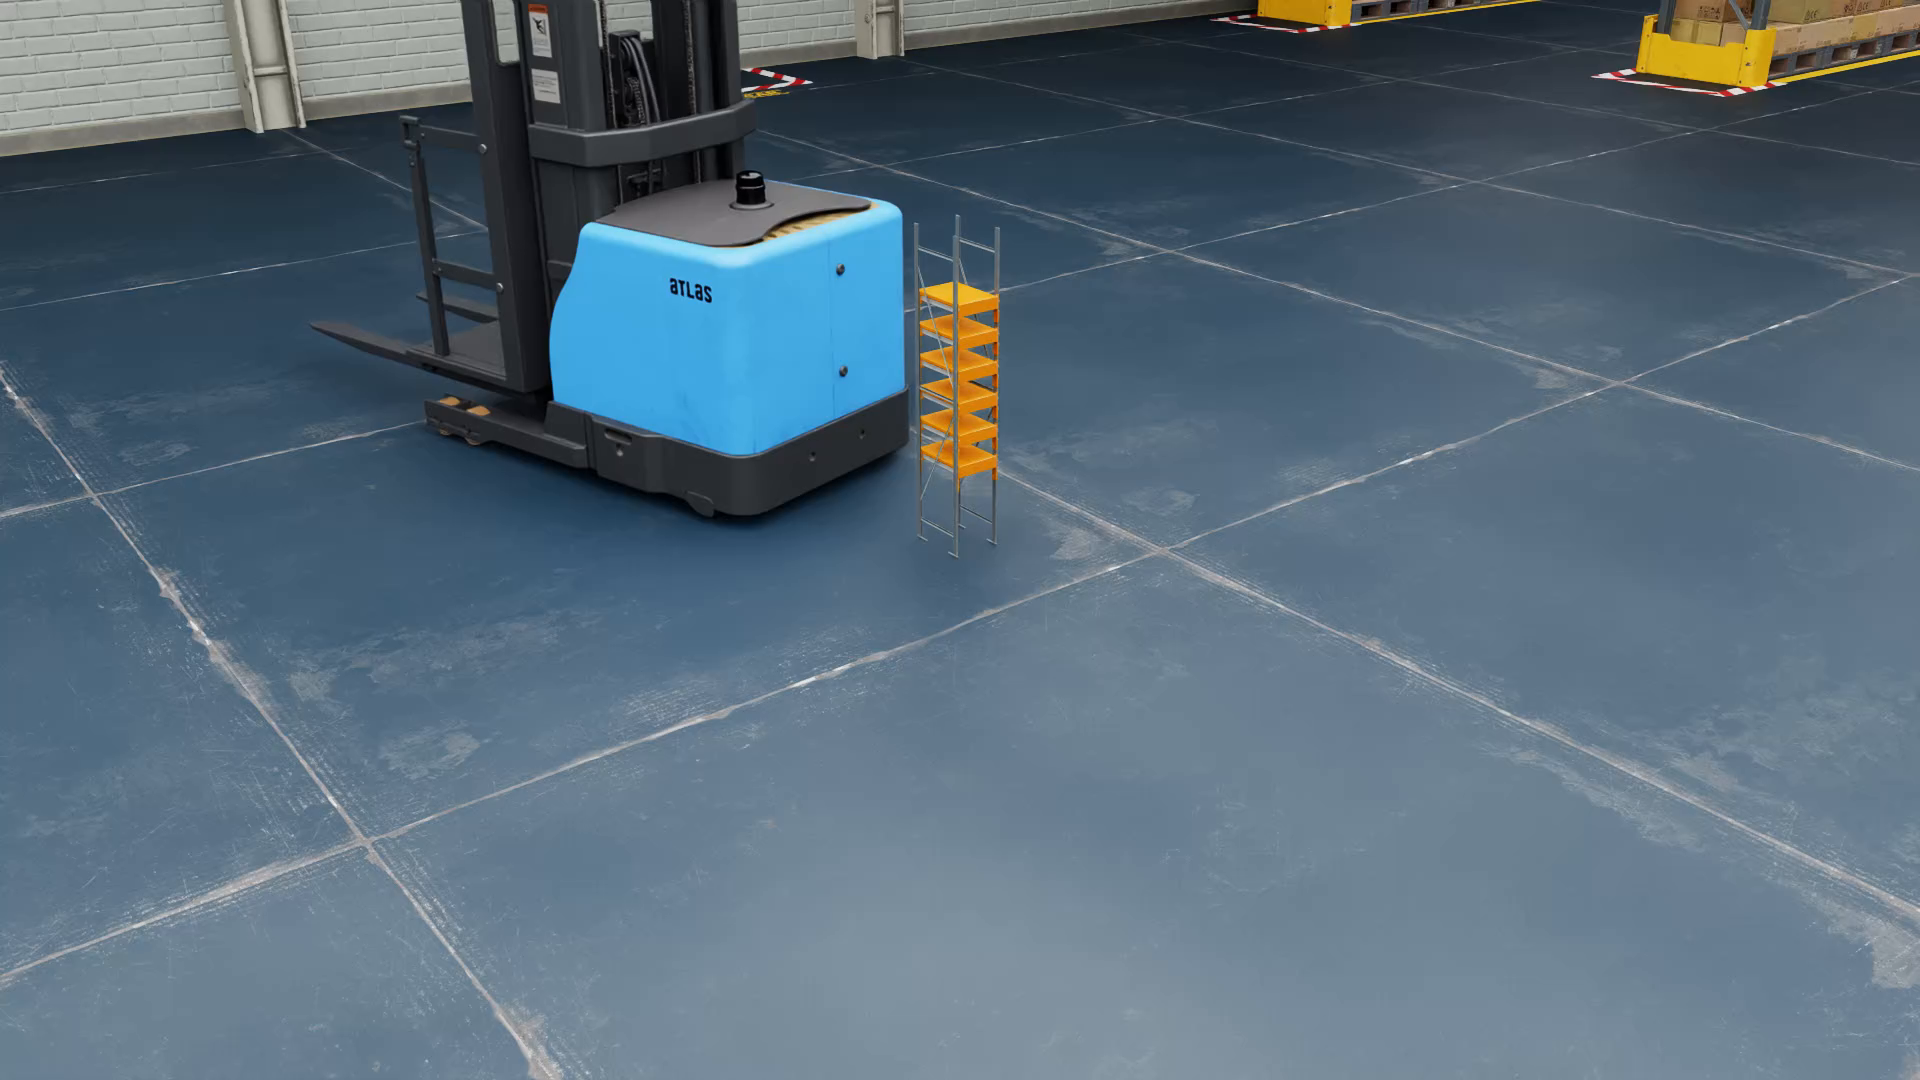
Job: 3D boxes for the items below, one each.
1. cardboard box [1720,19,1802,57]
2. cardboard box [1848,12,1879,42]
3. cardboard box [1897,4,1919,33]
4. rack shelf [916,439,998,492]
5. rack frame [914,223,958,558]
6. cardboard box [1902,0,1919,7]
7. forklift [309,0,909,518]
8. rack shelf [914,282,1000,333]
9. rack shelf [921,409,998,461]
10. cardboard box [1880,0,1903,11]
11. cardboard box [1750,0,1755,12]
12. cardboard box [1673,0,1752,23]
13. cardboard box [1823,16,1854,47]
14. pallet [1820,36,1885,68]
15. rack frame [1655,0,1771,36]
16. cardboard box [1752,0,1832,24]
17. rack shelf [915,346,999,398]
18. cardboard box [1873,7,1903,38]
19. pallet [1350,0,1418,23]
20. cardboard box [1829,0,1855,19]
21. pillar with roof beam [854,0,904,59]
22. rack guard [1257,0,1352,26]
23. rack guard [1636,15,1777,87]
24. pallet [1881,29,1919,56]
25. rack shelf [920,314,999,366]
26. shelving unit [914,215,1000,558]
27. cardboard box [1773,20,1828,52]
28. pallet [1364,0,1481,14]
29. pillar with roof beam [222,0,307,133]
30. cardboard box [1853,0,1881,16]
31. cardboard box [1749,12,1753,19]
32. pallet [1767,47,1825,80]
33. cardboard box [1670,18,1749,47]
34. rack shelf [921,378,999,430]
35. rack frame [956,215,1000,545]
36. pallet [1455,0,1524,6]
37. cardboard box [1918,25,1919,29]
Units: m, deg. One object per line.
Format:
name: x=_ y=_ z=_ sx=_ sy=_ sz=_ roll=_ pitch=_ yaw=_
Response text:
cardboard box: x=7.516 y=-4.715 z=15.614 sx=0.500 sy=0.250 sz=0.500 roll=-18 pitch=31 yaw=-34
cardboard box: x=8.697 y=-5.104 z=16.452 sx=0.500 sy=0.250 sz=0.500 roll=-18 pitch=31 yaw=-34
cardboard box: x=9.474 y=-5.369 z=17.023 sx=0.500 sy=0.250 sz=0.500 roll=-18 pitch=31 yaw=-34
rack shelf: x=-0.011 y=-0.282 z=6.109 sx=0.180 sy=0.103 sz=0.258 roll=-18 pitch=31 yaw=-34
rack frame: x=-0.083 y=-0.517 z=5.938 sx=0.006 sy=1.200 sz=0.240 roll=-18 pitch=31 yaw=-34
cardboard box: x=9.473 y=-5.710 z=16.867 sx=0.500 sy=0.500 sz=0.500 roll=-18 pitch=31 yaw=-34
forklift: x=-1.699 y=-1.894 z=6.849 sx=3.031 sy=2.935 sz=1.130 roll=17 pitch=30 yaw=33
rack shelf: x=-0.011 y=-0.827 z=5.856 sx=0.180 sy=0.103 sz=0.258 roll=-18 pitch=31 yaw=-34
rack shelf: x=-0.011 y=-0.391 z=6.059 sx=0.180 sy=0.103 sz=0.258 roll=-18 pitch=31 yaw=-34
cardboard box: x=9.082 y=-5.579 z=16.584 sx=0.500 sy=0.500 sz=0.500 roll=-18 pitch=31 yaw=-34
cardboard box: x=7.973 y=-5.492 z=16.398 sx=0.500 sy=0.500 sz=0.500 roll=-18 pitch=31 yaw=-34
cardboard box: x=7.195 y=-5.228 z=15.827 sx=0.500 sy=0.500 sz=0.500 roll=-18 pitch=31 yaw=-34
cardboard box: x=8.300 y=-4.976 z=16.176 sx=0.500 sy=0.250 sz=0.500 roll=-18 pitch=31 yaw=-34
pallet: x=8.492 y=-4.969 z=16.706 sx=1.213 sy=0.211 sz=1.003 roll=-18 pitch=31 yaw=-34
rack frame: x=6.956 y=-5.706 z=14.982 sx=0.127 sy=3.000 sz=1.000 roll=-18 pitch=31 yaw=-34
cardboard box: x=7.908 y=-5.186 z=15.737 sx=0.500 sy=0.500 sz=0.500 roll=-18 pitch=31 yaw=-34
rack shelf: x=-0.011 y=-0.609 z=5.957 sx=0.180 sy=0.103 sz=0.258 roll=-18 pitch=31 yaw=-34
cardboard box: x=9.090 y=-5.234 z=16.733 sx=0.500 sy=0.250 sz=0.500 roll=-18 pitch=31 yaw=-34
pallet: x=4.618 y=-6.301 z=19.575 sx=1.213 sy=0.211 sz=1.003 roll=-18 pitch=31 yaw=-34
cardboard box: x=8.293 y=-5.320 z=16.026 sx=0.500 sy=0.500 sz=0.500 roll=-18 pitch=31 yaw=-34
pillar with roof beam: x=1.849 y=-7.551 z=11.831 sx=0.400 sy=9.000 sz=9.100 roll=-18 pitch=31 yaw=-34
rack guard: x=3.956 y=-6.232 z=19.085 sx=0.348 sy=0.500 sz=1.175 roll=-18 pitch=31 yaw=-34
rack guard: x=6.937 y=-4.566 z=15.495 sx=0.348 sy=0.500 sz=1.175 roll=-18 pitch=31 yaw=-34
pallet: x=9.452 y=-5.288 z=17.393 sx=1.213 sy=0.211 sz=1.003 roll=-18 pitch=31 yaw=-34
rack shelf: x=-0.011 y=-0.718 z=5.907 sx=0.180 sy=0.103 sz=0.258 roll=-18 pitch=31 yaw=-34
shelving unit: x=-0.011 y=-0.540 z=5.989 sx=0.189 sy=1.200 sz=0.258 roll=-18 pitch=31 yaw=-34
cardboard box: x=7.907 y=-4.846 z=15.896 sx=0.500 sy=0.250 sz=0.500 roll=-18 pitch=31 yaw=-34
pallet: x=5.577 y=-6.616 z=20.254 sx=1.213 sy=0.211 sz=1.003 roll=-18 pitch=31 yaw=-34
pillar with roof beam: x=-2.873 y=-5.993 z=8.473 sx=0.400 sy=9.000 sz=9.100 roll=-18 pitch=31 yaw=-34
cardboard box: x=8.698 y=-5.444 z=16.294 sx=0.500 sy=0.500 sz=0.500 roll=-18 pitch=31 yaw=-34
cardboard box: x=7.582 y=-5.021 z=16.272 sx=0.500 sy=0.250 sz=0.500 roll=-18 pitch=31 yaw=-34
pallet: x=7.532 y=-4.654 z=16.027 sx=1.213 sy=0.211 sz=1.003 roll=-18 pitch=31 yaw=-34
cardboard box: x=7.196 y=-4.887 z=15.984 sx=0.500 sy=0.250 sz=0.500 roll=-18 pitch=31 yaw=-34
rack shelf: x=-0.011 y=-0.500 z=6.008 sx=0.180 sy=0.103 sz=0.258 roll=-18 pitch=31 yaw=-34
rack frame: x=0.061 y=-0.564 z=6.041 sx=0.006 sy=1.200 sz=0.240 roll=-18 pitch=31 yaw=-34
pallet: x=6.538 y=-6.934 z=20.941 sx=1.213 sy=0.211 sz=1.003 roll=-18 pitch=31 yaw=-34
cardboard box: x=9.874 y=-5.496 z=17.296 sx=0.500 sy=0.250 sz=0.500 roll=-18 pitch=31 yaw=-34
